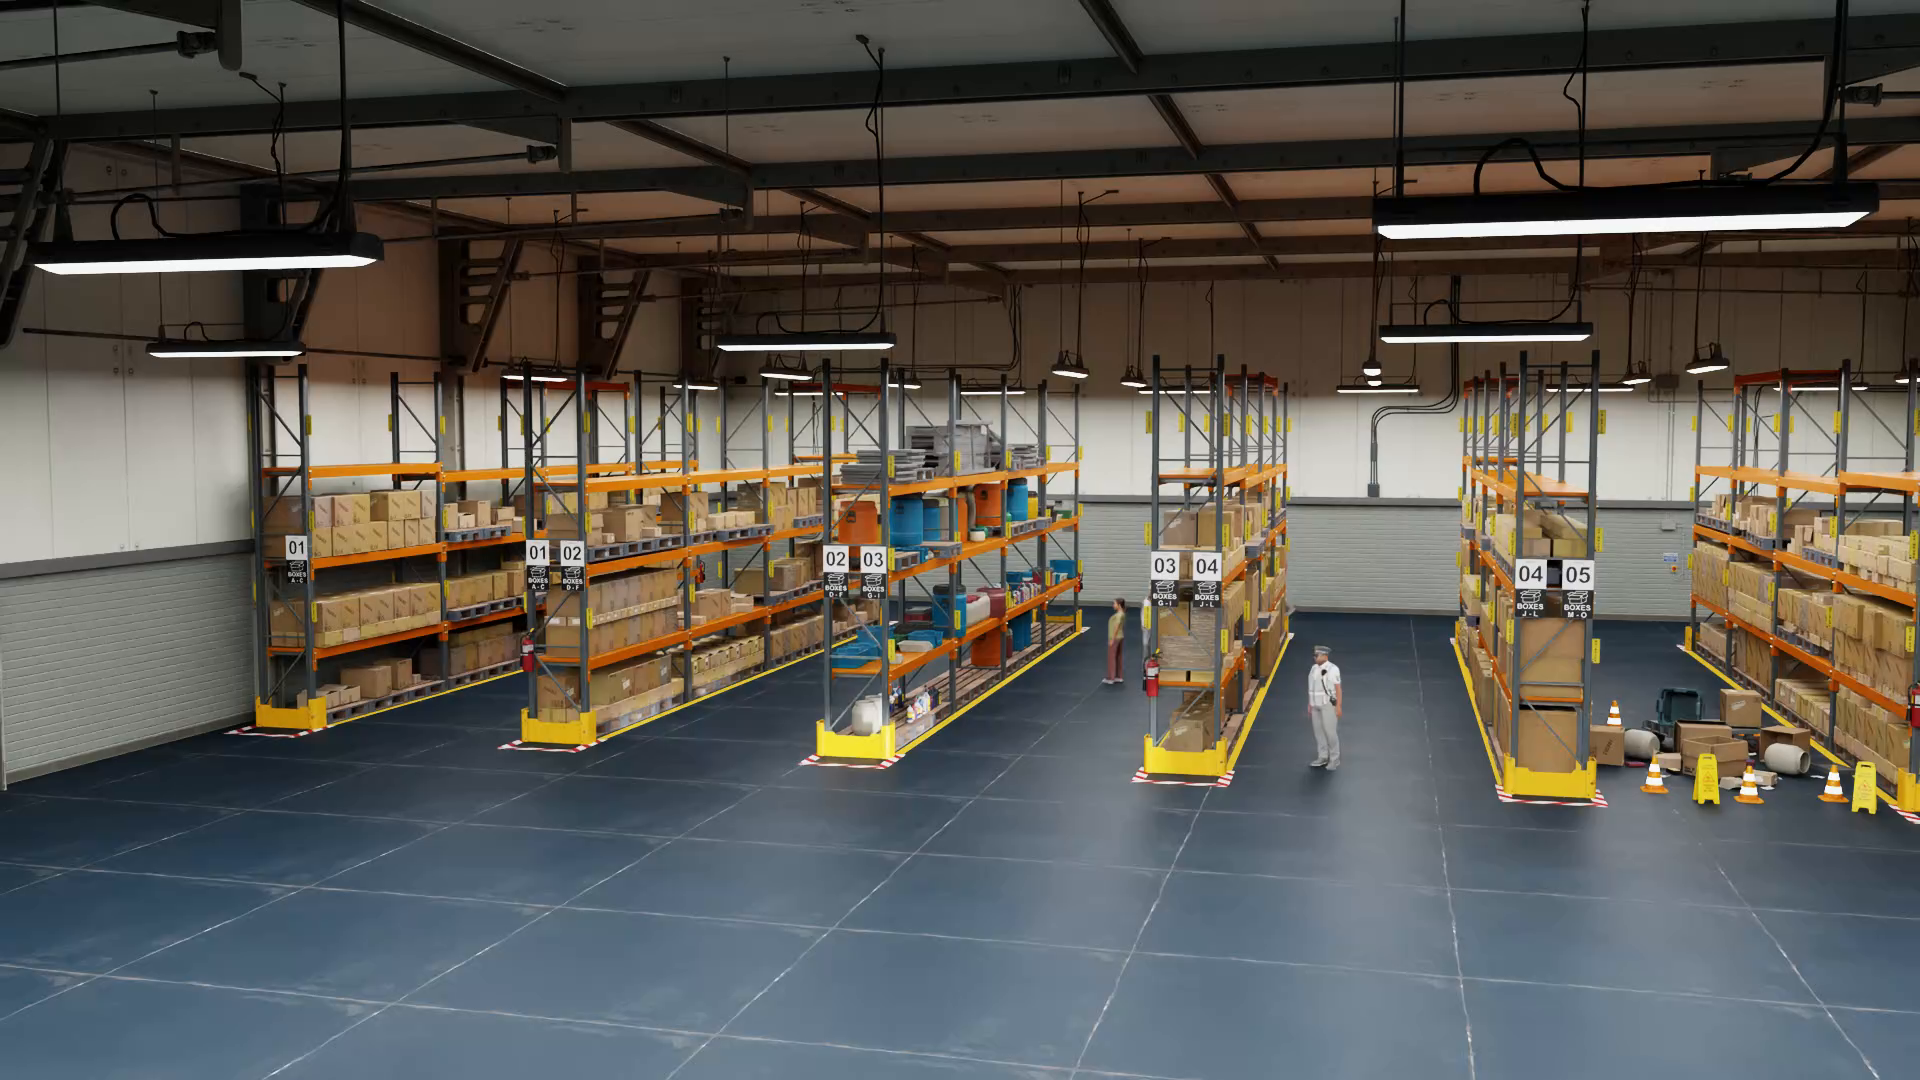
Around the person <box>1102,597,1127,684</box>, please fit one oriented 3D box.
[{"bbox_3d":[2.992,1.949,32.231,0.449,1.673,0.518,2,4,23],"label":"person"}]

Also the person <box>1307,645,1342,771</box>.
[{"bbox_3d":[5.345,2.454,24.423,0.410,1.809,0.632,-3,5,-32],"label":"person"}]

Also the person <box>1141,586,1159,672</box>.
[{"bbox_3d":[3.961,1.797,34.160,0.542,1.769,0.926,1,4,11],"label":"person"}]

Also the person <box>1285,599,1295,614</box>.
[{"bbox_3d":[8.240,1.158,43.376,1.003,1.690,0.582,-1,4,-15],"label":"person"}]
